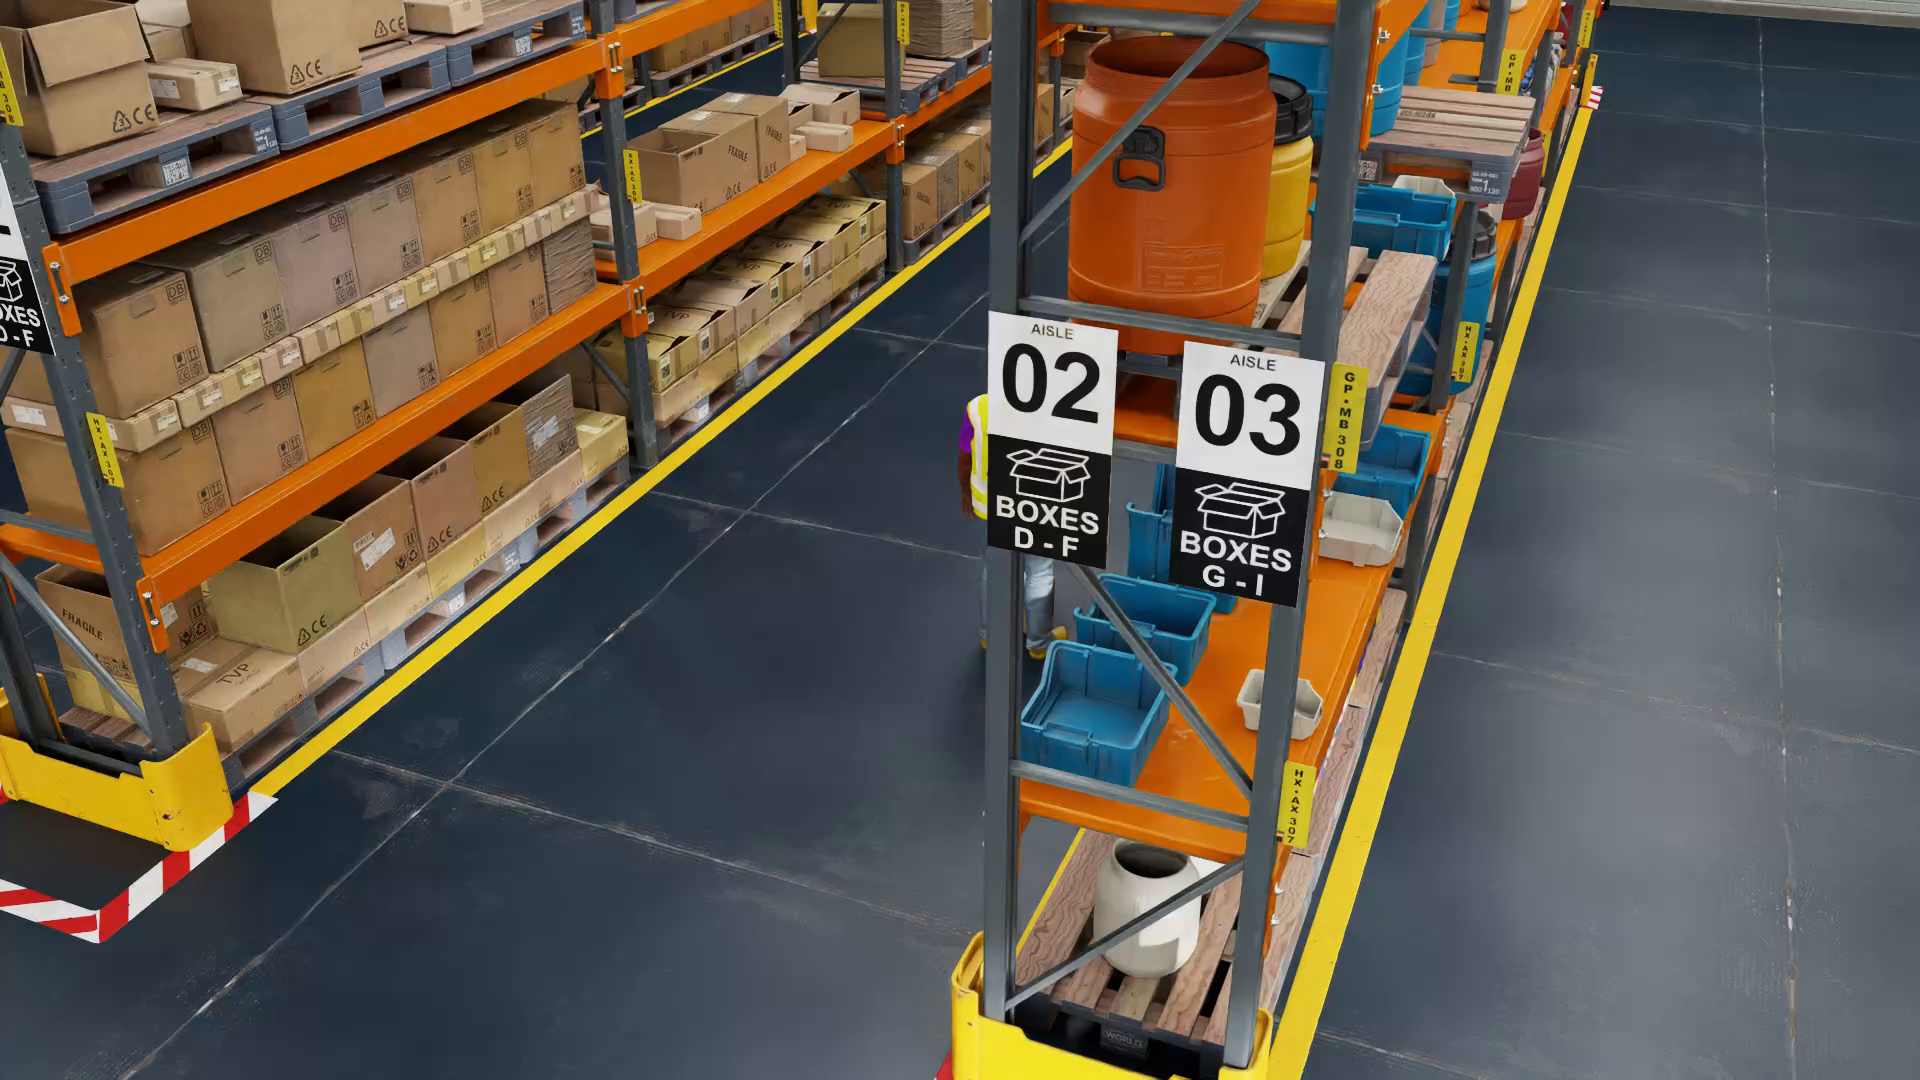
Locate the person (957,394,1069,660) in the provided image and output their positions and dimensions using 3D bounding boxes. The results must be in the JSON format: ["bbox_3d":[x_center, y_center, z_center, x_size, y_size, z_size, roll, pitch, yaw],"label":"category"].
[{"bbox_3d":[0.297,-0.204,8.741,0.631,1.760,0.463,11,31,19],"label":"person"}]
